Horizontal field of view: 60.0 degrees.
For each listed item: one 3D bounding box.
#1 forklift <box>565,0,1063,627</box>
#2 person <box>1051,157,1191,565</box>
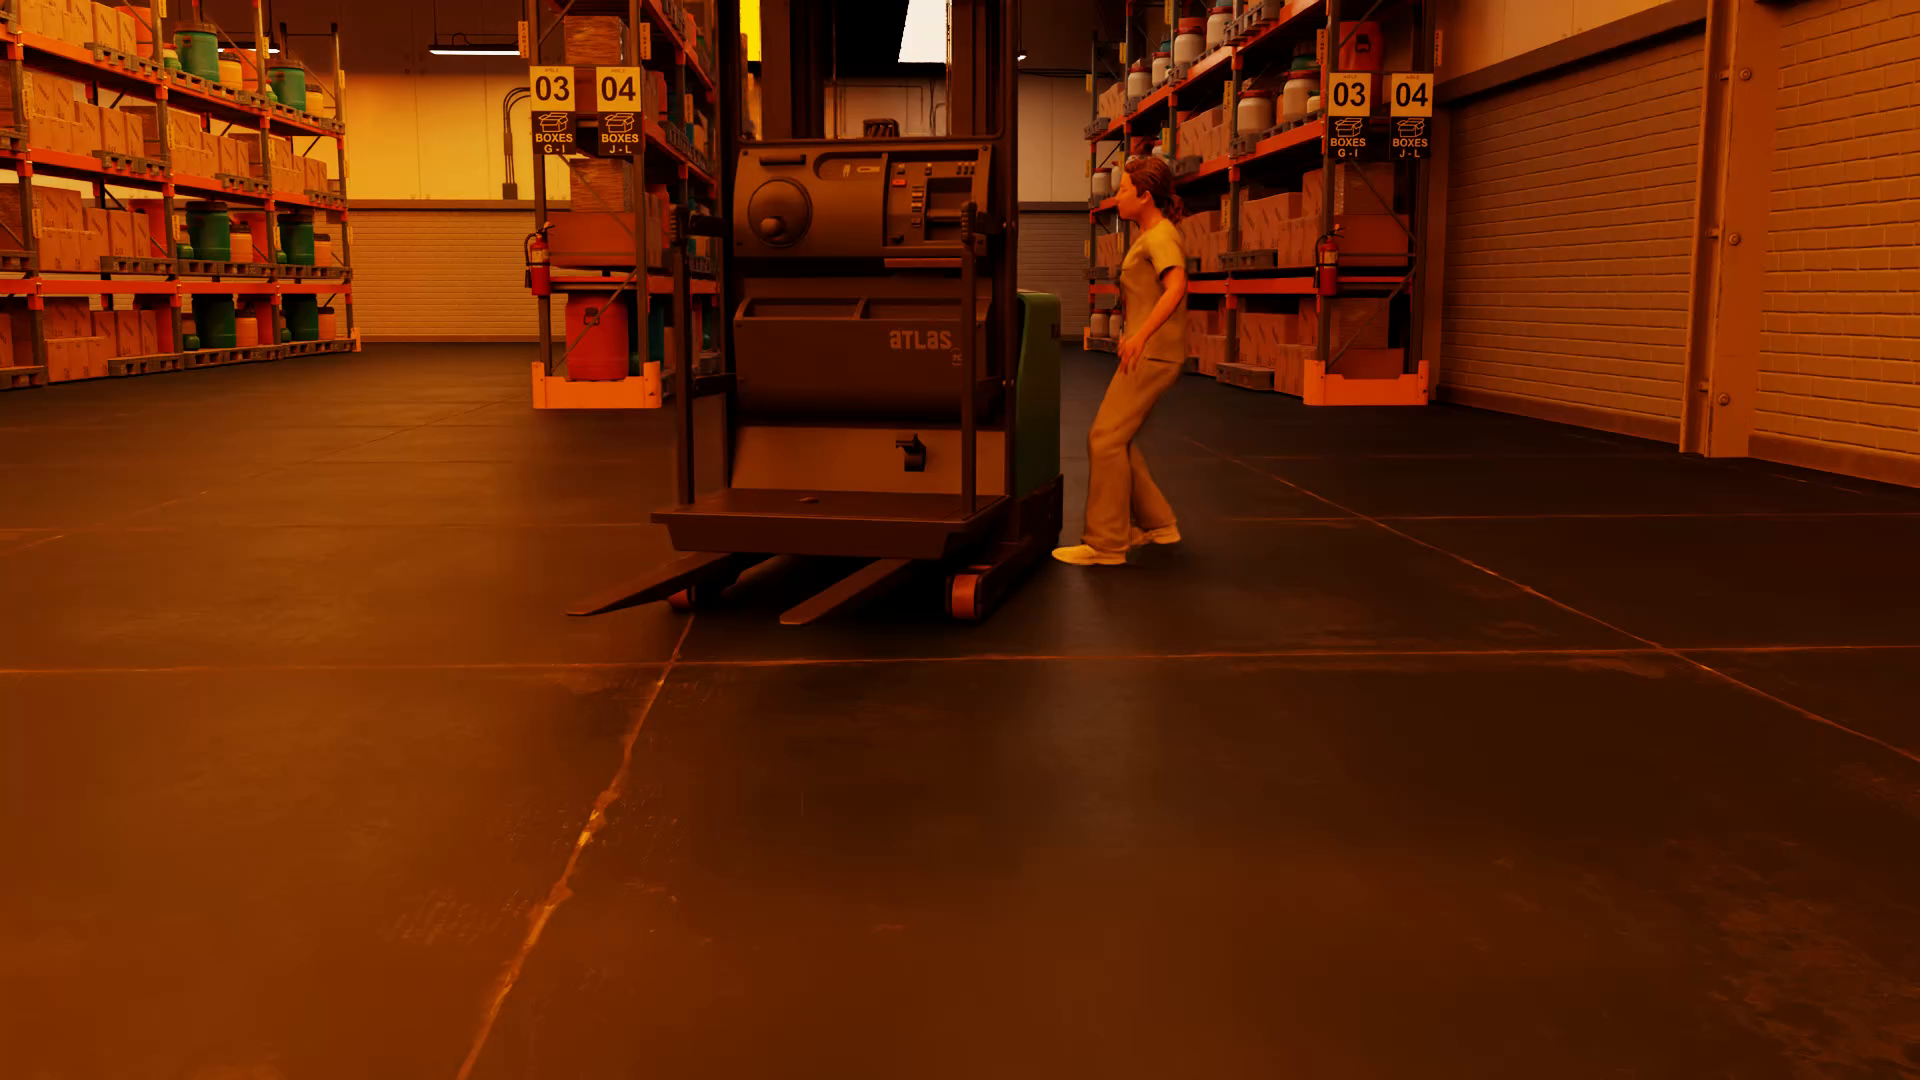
[{"bbox_3d":[-0.394,-1.238,5.668,1.130,2.935,3.031,2,9,13],"label":"forklift"},{"bbox_3d":[0.662,-0.723,6.755,0.531,1.623,0.787,1,9,8],"label":"person"}]
